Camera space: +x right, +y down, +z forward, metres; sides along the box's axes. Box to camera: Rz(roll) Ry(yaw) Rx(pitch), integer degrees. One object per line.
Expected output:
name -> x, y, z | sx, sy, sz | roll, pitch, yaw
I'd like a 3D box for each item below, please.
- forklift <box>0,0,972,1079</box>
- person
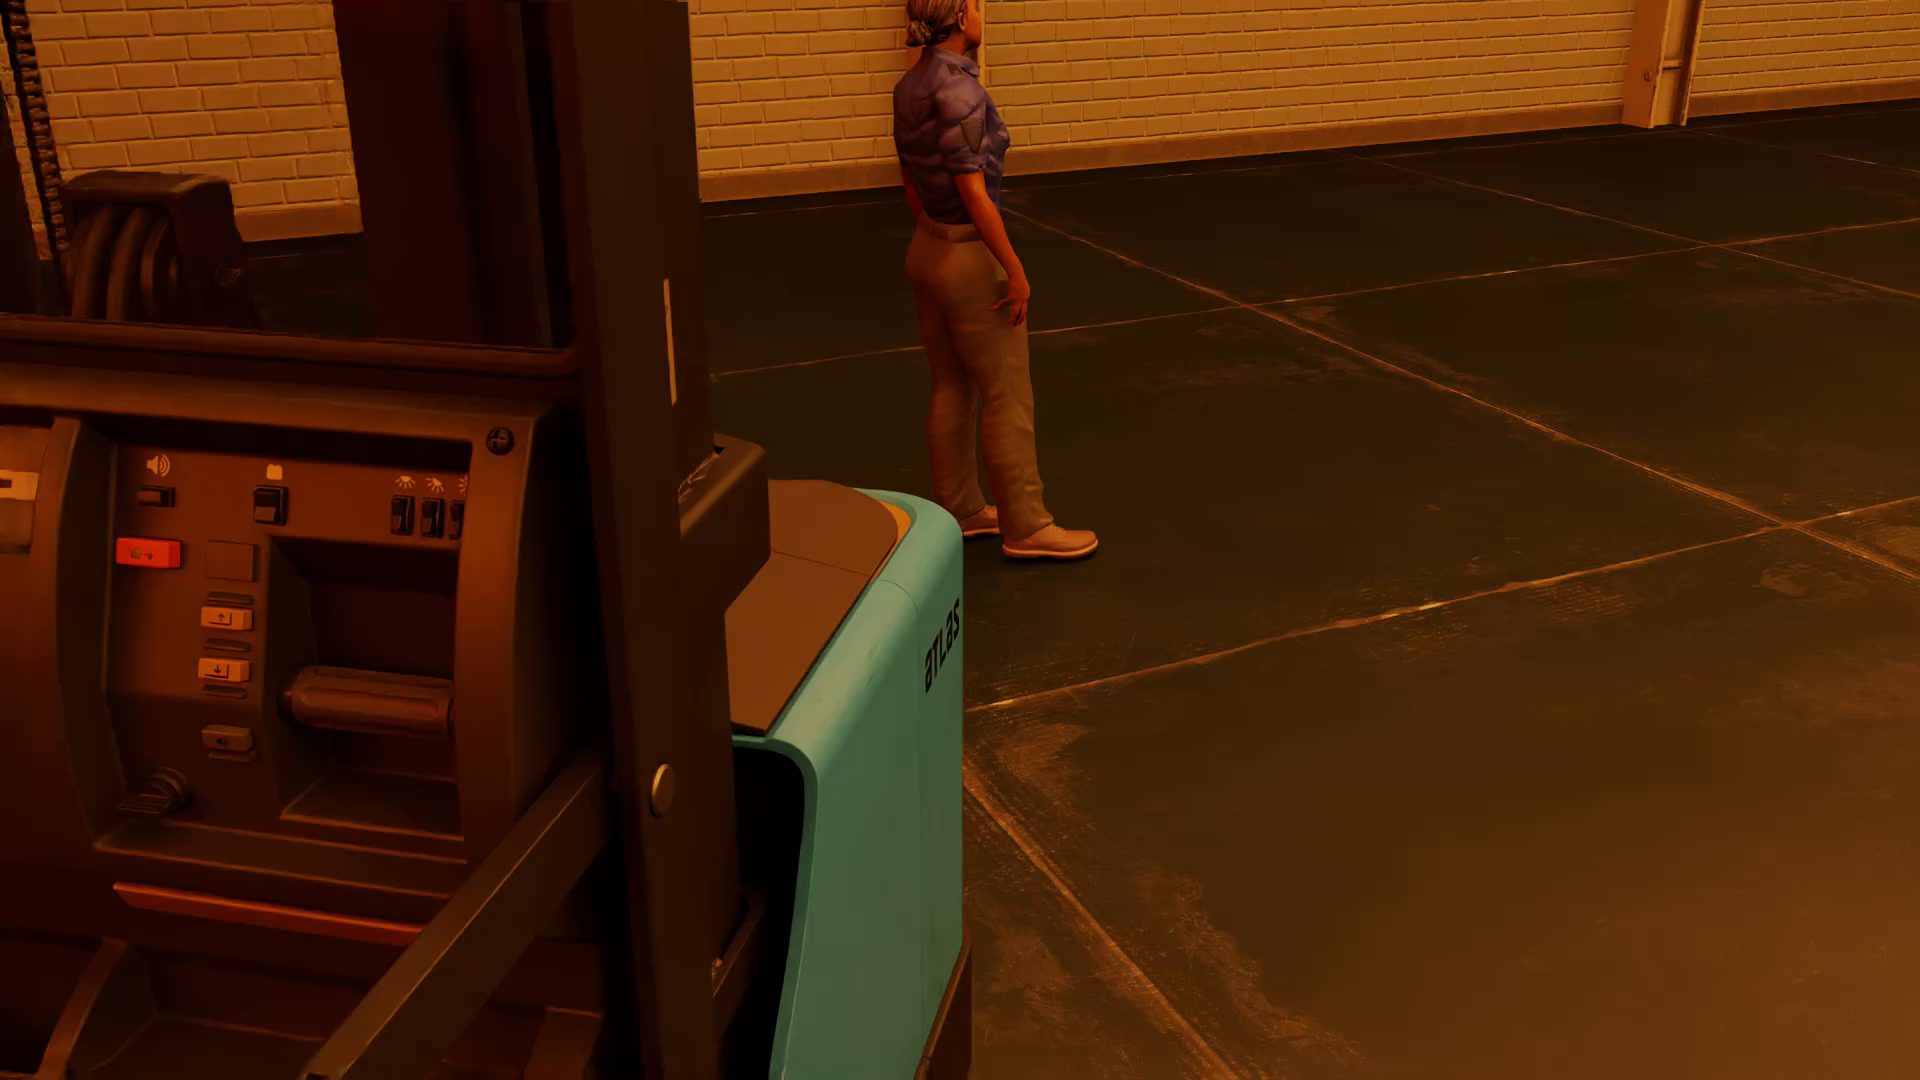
forklift -> -0.805, 0.079, 1.095 | 1.130, 2.935, 3.031 | 5, 23, 12
person -> 0.088, -0.778, 4.805 | 0.503, 1.656, 0.570 | -10, 25, -23
